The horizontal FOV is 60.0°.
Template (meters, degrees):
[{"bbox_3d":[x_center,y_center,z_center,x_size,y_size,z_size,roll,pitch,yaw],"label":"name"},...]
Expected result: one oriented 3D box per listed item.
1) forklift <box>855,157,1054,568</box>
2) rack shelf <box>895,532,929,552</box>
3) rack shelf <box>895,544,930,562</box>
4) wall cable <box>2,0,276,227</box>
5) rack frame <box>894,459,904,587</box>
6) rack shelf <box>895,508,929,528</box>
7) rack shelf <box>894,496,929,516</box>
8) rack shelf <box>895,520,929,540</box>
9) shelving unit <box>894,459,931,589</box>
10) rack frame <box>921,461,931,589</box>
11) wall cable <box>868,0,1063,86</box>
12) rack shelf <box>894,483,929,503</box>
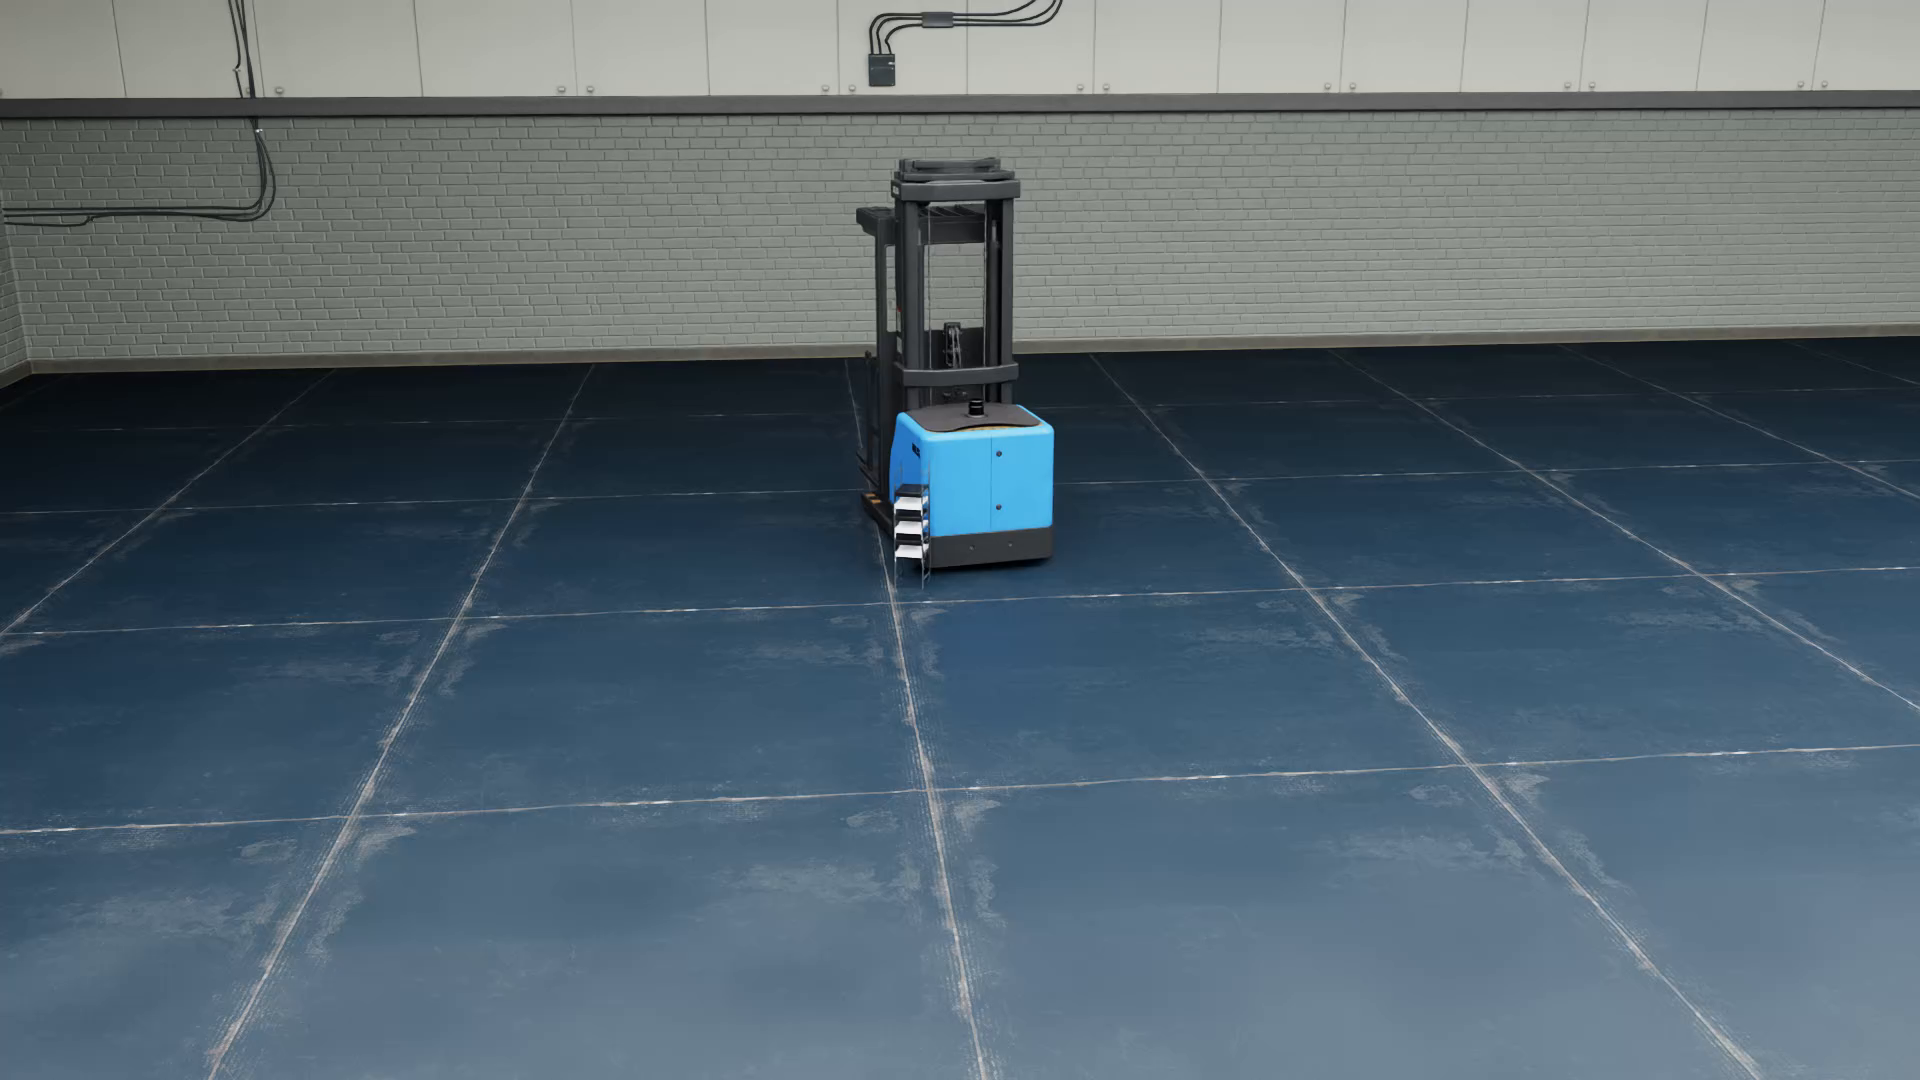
[{"bbox_3d":[-0.195,-1.595,13.364,1.130,2.935,3.031,-5,18,-16],"label":"forklift"},{"bbox_3d":[-0.345,0.004,12.074,0.200,0.077,0.258,4,18,12],"label":"rack shelf"},{"bbox_3d":[-0.345,0.090,12.101,0.200,0.077,0.258,4,18,12],"label":"rack shelf"},{"bbox_3d":[-9.353,-4.783,18.574,3.097,2.526,0.112,-2,18,-6],"label":"wall cable"},{"bbox_3d":[-0.444,-0.120,12.058,0.006,0.900,0.240,4,18,12],"label":"rack frame"},{"bbox_3d":[-0.345,-0.168,12.020,0.200,0.077,0.258,4,18,12],"label":"rack shelf"},{"bbox_3d":[-0.345,-0.254,11.993,0.200,0.077,0.258,4,18,12],"label":"rack shelf"},{"bbox_3d":[-0.345,-0.082,12.047,0.200,0.077,0.258,4,18,12],"label":"rack shelf"},{"bbox_3d":[-0.345,-0.114,12.037,0.210,0.900,0.258,4,18,12],"label":"shelving unit"},{"bbox_3d":[-0.245,-0.107,12.016,0.006,0.900,0.240,4,18,12],"label":"rack frame"},{"bbox_3d":[0.091,-8.176,18.519,2.305,6.003,0.169,-2,18,-6],"label":"wall cable"},{"bbox_3d":[-0.345,-0.340,11.966,0.200,0.077,0.258,4,18,12],"label":"rack shelf"}]
